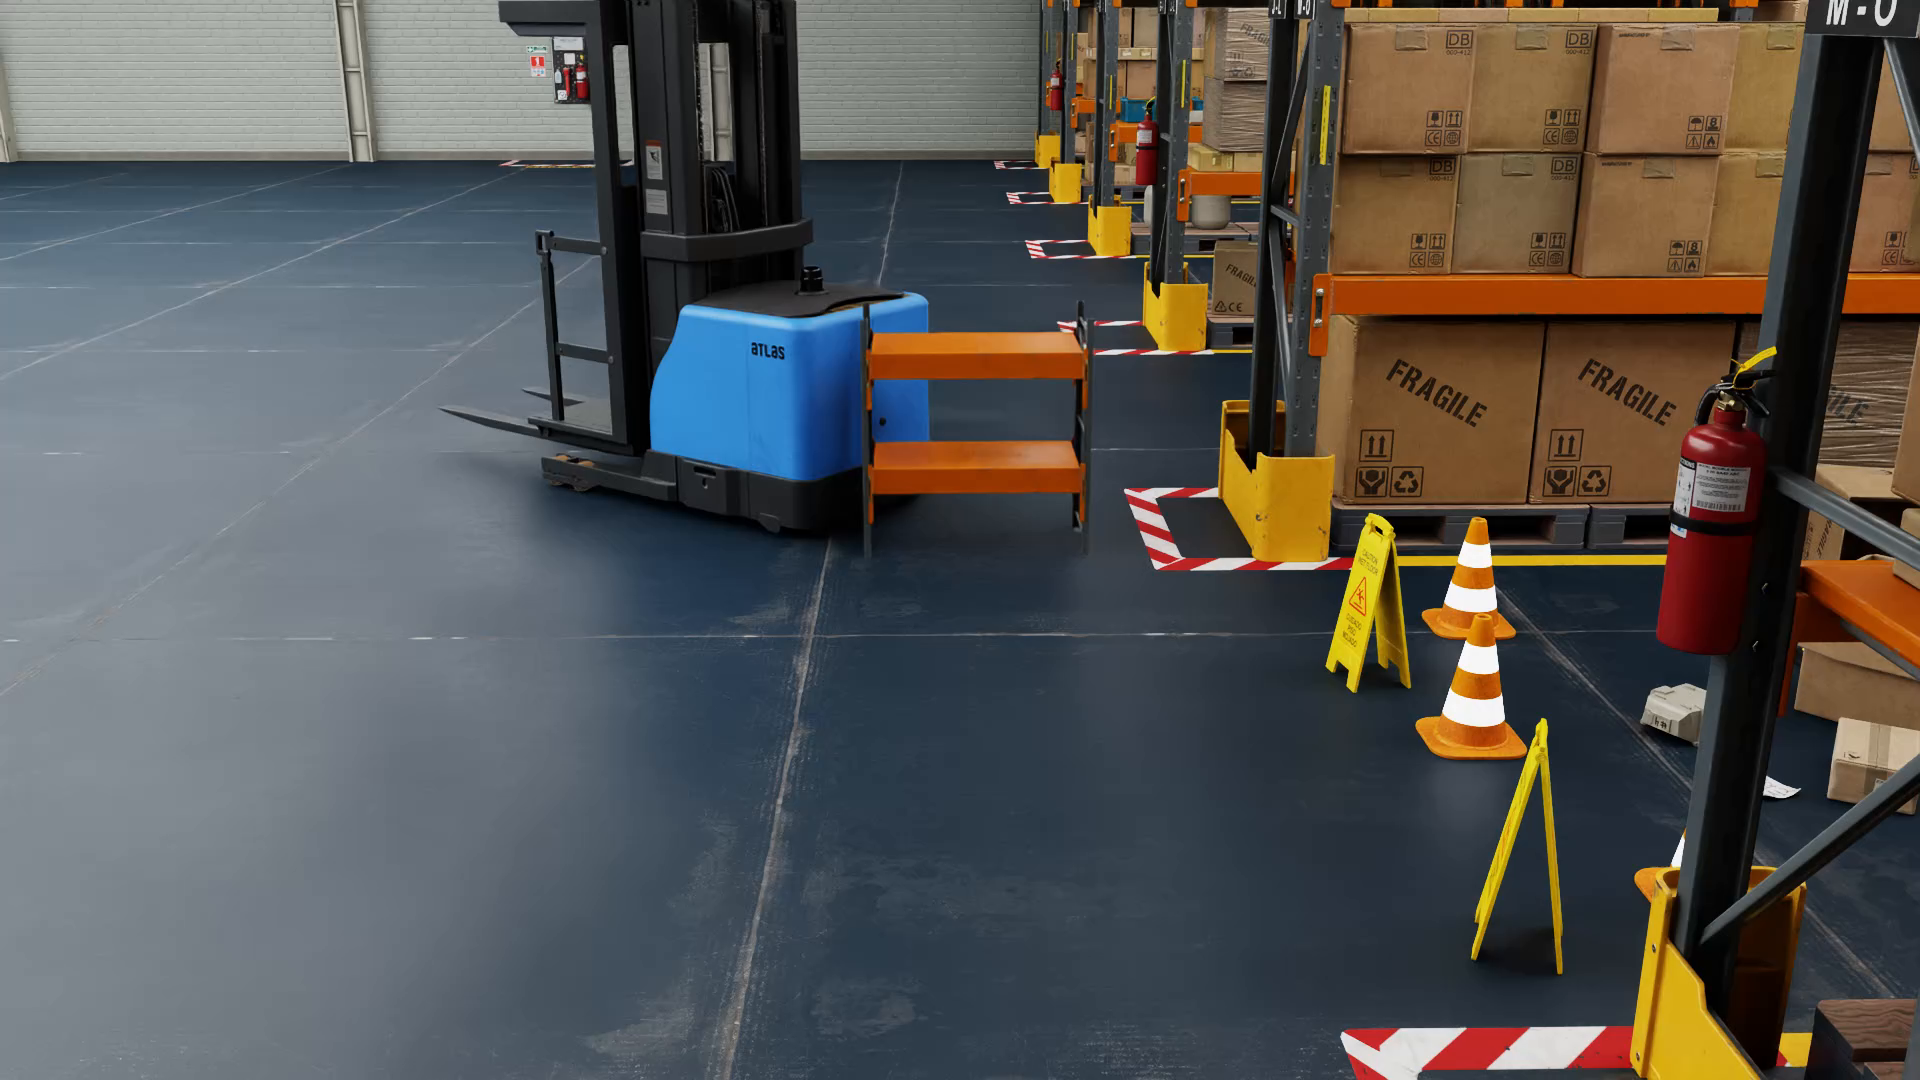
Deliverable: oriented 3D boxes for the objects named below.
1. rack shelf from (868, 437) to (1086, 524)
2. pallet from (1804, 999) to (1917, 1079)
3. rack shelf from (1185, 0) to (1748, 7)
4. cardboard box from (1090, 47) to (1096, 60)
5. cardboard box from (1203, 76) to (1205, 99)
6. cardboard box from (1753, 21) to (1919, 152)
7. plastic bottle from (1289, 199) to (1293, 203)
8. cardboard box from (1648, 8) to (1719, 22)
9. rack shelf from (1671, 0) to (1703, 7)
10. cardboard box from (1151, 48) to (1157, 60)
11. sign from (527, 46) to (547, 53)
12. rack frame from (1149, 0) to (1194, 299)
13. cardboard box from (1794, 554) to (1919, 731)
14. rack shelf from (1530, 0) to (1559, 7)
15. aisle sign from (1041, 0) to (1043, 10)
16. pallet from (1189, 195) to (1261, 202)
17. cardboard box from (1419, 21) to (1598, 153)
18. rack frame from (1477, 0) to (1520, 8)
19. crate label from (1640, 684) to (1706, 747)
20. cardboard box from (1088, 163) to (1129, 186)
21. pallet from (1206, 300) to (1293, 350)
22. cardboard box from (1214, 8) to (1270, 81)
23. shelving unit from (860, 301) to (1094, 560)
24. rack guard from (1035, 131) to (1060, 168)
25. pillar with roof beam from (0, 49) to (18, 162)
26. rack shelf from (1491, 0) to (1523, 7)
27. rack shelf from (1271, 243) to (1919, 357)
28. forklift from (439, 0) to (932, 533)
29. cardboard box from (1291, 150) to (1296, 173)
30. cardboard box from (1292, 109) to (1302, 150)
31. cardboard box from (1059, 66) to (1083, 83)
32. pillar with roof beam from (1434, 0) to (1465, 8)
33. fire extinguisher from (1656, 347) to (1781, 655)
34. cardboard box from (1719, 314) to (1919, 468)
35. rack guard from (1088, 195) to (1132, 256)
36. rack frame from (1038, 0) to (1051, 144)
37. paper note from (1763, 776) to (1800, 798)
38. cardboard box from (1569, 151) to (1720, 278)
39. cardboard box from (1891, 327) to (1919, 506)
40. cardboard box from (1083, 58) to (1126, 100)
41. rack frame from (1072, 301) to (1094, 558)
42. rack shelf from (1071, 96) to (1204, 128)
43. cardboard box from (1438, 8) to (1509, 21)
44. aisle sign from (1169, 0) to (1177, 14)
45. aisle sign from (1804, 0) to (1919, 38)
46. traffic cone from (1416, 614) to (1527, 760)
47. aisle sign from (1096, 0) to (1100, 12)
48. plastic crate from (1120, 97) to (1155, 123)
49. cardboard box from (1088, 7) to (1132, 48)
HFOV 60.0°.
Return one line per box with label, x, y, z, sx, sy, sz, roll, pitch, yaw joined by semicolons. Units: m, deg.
rack shelf;0.071;-0.290;7.911;1.000;0.278;0.538;0;18;-1
pallet;2.634;1.342;3.518;1.213;0.211;1.003;0;18;-1
rack shelf;3.588;-4.114;12.229;4.000;0.370;1.077;0;18;-1
cardboard box;1.832;-6.337;21.665;0.250;0.149;0.380;0;18;-1
cardboard box;3.451;-6.099;21.984;0.500;0.500;0.700;0;18;1
cardboard box;4.106;-2.118;7.727;0.550;0.550;0.875;0;18;-1
plastic bottle;3.592;-3.580;18.034;0.135;0.276;0.152;0;18;0
cardboard box;5.142;-3.617;12.125;0.500;0.500;0.500;0;18;-1
rack shelf;11.435;-7.178;21.781;4.000;0.370;1.077;0;18;-1
cardboard box;2.597;-6.340;21.676;0.250;0.149;0.380;-1;18;-2
sign;-6.980;-8.091;27.433;0.331;0.109;0.001;0;18;-1
rack frame;1.589;-3.019;12.547;0.127;3.000;1.000;0;18;-1
cardboard box;3.461;0.415;5.930;0.637;0.503;0.797;-15;23;-39
rack shelf;7.353;-8.672;26.437;4.000;0.370;1.077;0;18;-1
aisle sign;1.287;-8.703;26.011;0.004;0.787;0.394;0;18;-1
pallet;3.417;-4.738;22.472;1.213;0.211;1.003;0;18;-1
cardboard box;2.486;-2.110;7.700;0.550;0.550;0.875;0;18;-1
rack frame;5.510;-4.551;17.323;0.127;3.000;1.000;0;18;-1
crate label;2.582;0.615;5.906;0.298;0.136;0.250;-10;20;-29
cardboard box;1.976;-4.870;22.131;0.500;0.250;0.500;0;18;-1
pallet;2.477;-1.684;12.953;1.213;0.211;1.003;0;18;-1
cardboard box;2.143;-3.603;12.083;0.500;0.500;0.500;0;18;-1
shelving unit;0.071;-0.523;7.837;1.048;1.125;0.538;0;18;-1
rack guard;1.430;-6.367;27.078;0.348;0.500;1.175;0;18;-1
pillar with roof beam;-15.890;-9.280;22.244;0.400;9.000;9.100;0;18;-1
rack shelf;7.510;-5.646;17.005;4.000;0.370;1.077;0;18;-1
rack shelf;3.566;-1.170;7.963;4.000;0.370;1.077;0;18;-1
forklift;-1.633;-1.766;8.754;3.031;2.935;1.130;13;22;34
cardboard box;2.378;-2.820;12.338;0.250;0.149;0.380;0;18;-1
cardboard box;2.637;-3.241;12.590;0.500;0.500;0.875;0;18;-1
cardboard box;1.847;-7.401;26.420;0.500;0.250;0.500;-1;18;-2
pillar with roof beam;8.107;-9.396;22.604;0.400;9.000;9.100;0;18;-1
fire extinguisher;1.623;-0.095;3.561;0.183;0.674;0.296;0;18;-1
cardboard box;4.034;-0.724;8.184;0.875;0.875;0.875;0;18;0
rack guard;1.586;-3.356;17.691;0.348;0.500;1.175;0;18;-1
rack frame;1.354;-7.557;26.695;0.127;3.000;1.000;0;18;-1
paper note;2.659;0.809;5.475;0.142;0.019;0.148;-7;19;-20
cardboard box;3.048;-1.564;7.767;0.550;0.550;0.875;0;18;-1
cardboard box;2.283;-0.268;3.322;0.500;0.500;0.500;-1;18;-2
cardboard box;1.903;-6.090;21.958;0.500;0.500;0.700;0;18;-1
rack frame;0.579;-0.527;7.850;0.032;1.125;0.500;0;18;-1
rack shelf;3.436;-5.711;22.119;4.000;0.370;1.077;0;18;-1
cardboard box;3.643;-3.611;12.106;0.500;0.500;0.500;0;18;-1
aisle sign;1.531;-4.165;11.864;0.004;0.787;0.394;0;18;-1
aisle sign;1.678;-1.318;2.990;0.004;0.787;0.394;0;18;-1
traffic cone;1.797;0.483;5.786;0.334;0.463;0.336;0;18;-1
aisle sign;1.434;-5.860;17.147;0.004;0.787;0.394;0;18;-1
plastic crate;2.006;-4.554;17.578;0.616;0.251;0.499;0;18;-1
cardboard box;1.956;-6.708;21.761;0.500;0.500;0.700;0;18;-1
